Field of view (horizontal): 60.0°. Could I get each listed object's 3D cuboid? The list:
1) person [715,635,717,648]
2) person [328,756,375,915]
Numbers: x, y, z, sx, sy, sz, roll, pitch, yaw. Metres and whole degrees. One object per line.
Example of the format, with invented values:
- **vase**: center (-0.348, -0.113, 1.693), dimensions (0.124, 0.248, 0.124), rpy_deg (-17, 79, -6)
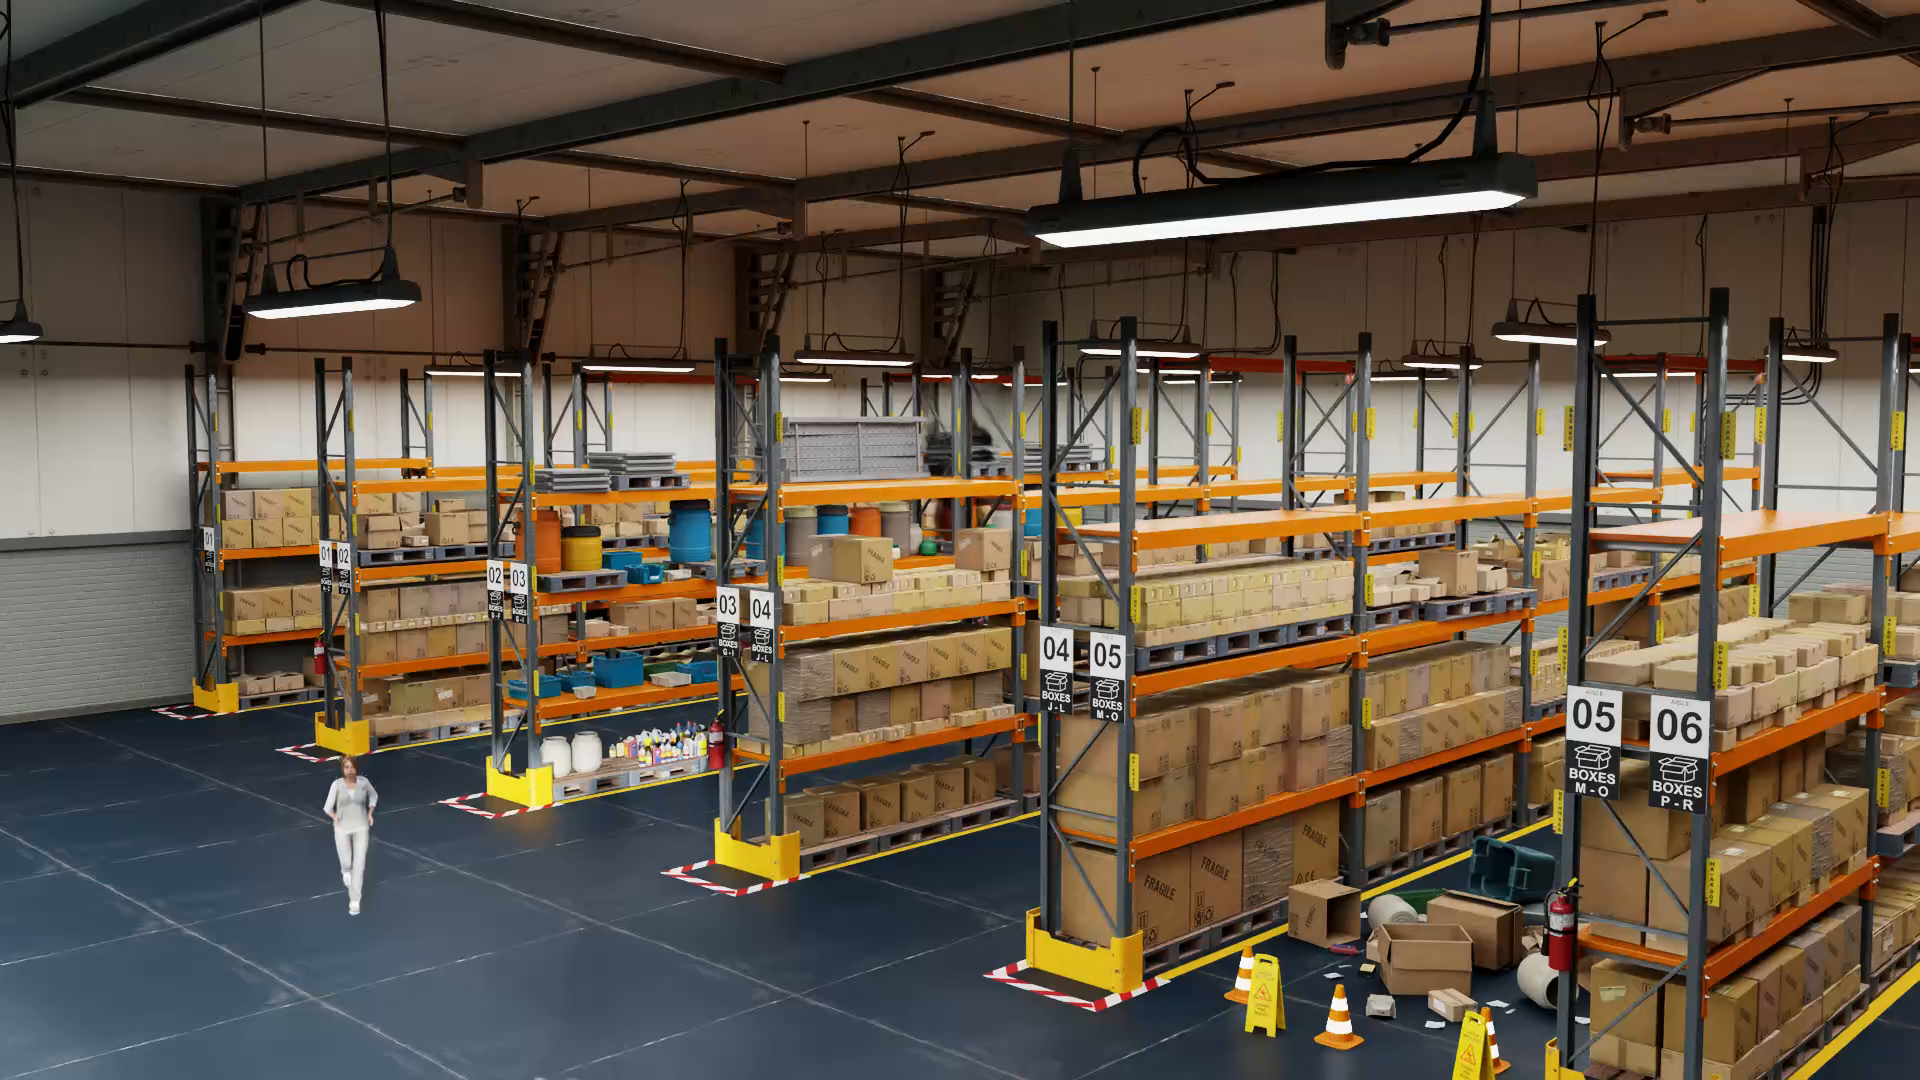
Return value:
- **person**: center (-4.638, 1.774, 32.794), dimensions (0.608, 1.816, 0.636), rpy_deg (4, 6, 43)
- **person**: center (-6.376, 3.048, 17.431), dimensions (0.506, 1.596, 0.812), rpy_deg (-2, 5, -22)
